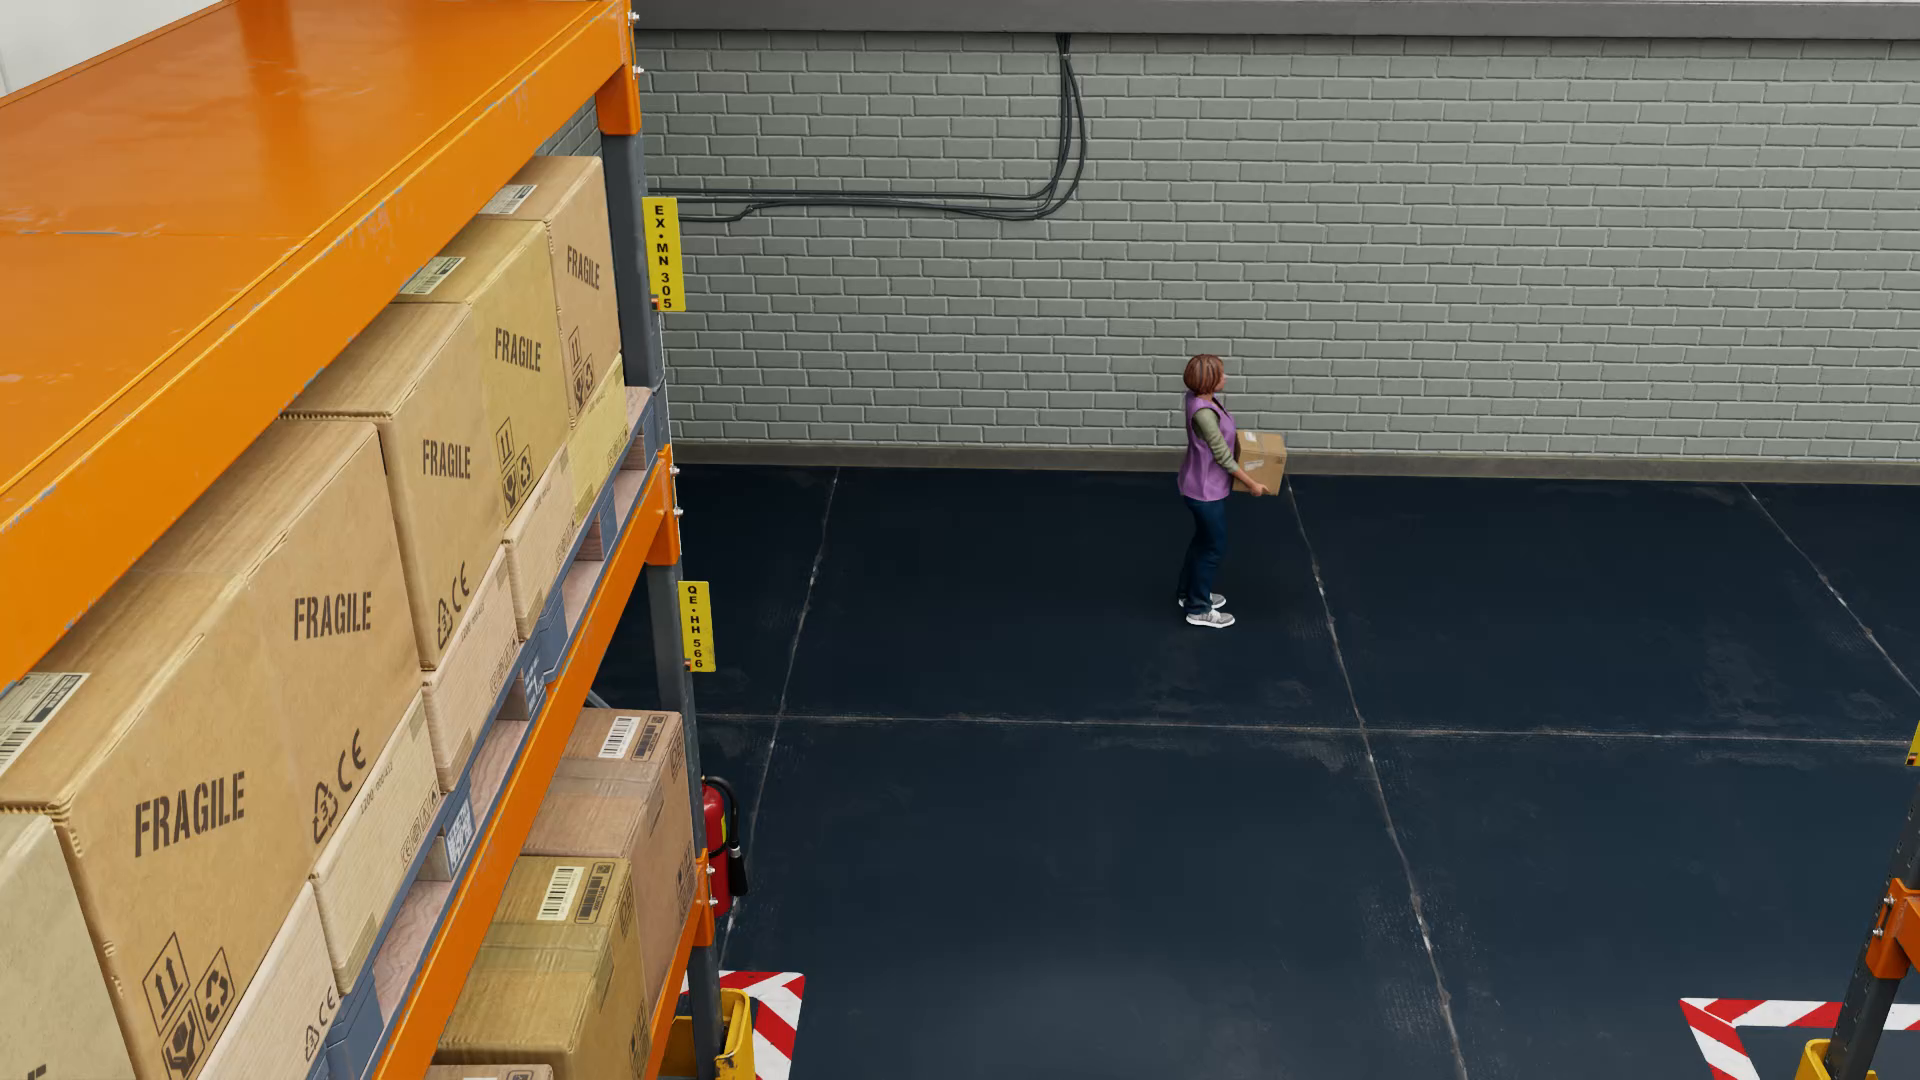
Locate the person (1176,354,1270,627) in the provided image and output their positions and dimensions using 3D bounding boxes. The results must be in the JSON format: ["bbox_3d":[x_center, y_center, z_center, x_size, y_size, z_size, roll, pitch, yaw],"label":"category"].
[{"bbox_3d":[1.434,-0.274,9.146,0.495,1.588,0.406,1,28,2],"label":"person"}]
